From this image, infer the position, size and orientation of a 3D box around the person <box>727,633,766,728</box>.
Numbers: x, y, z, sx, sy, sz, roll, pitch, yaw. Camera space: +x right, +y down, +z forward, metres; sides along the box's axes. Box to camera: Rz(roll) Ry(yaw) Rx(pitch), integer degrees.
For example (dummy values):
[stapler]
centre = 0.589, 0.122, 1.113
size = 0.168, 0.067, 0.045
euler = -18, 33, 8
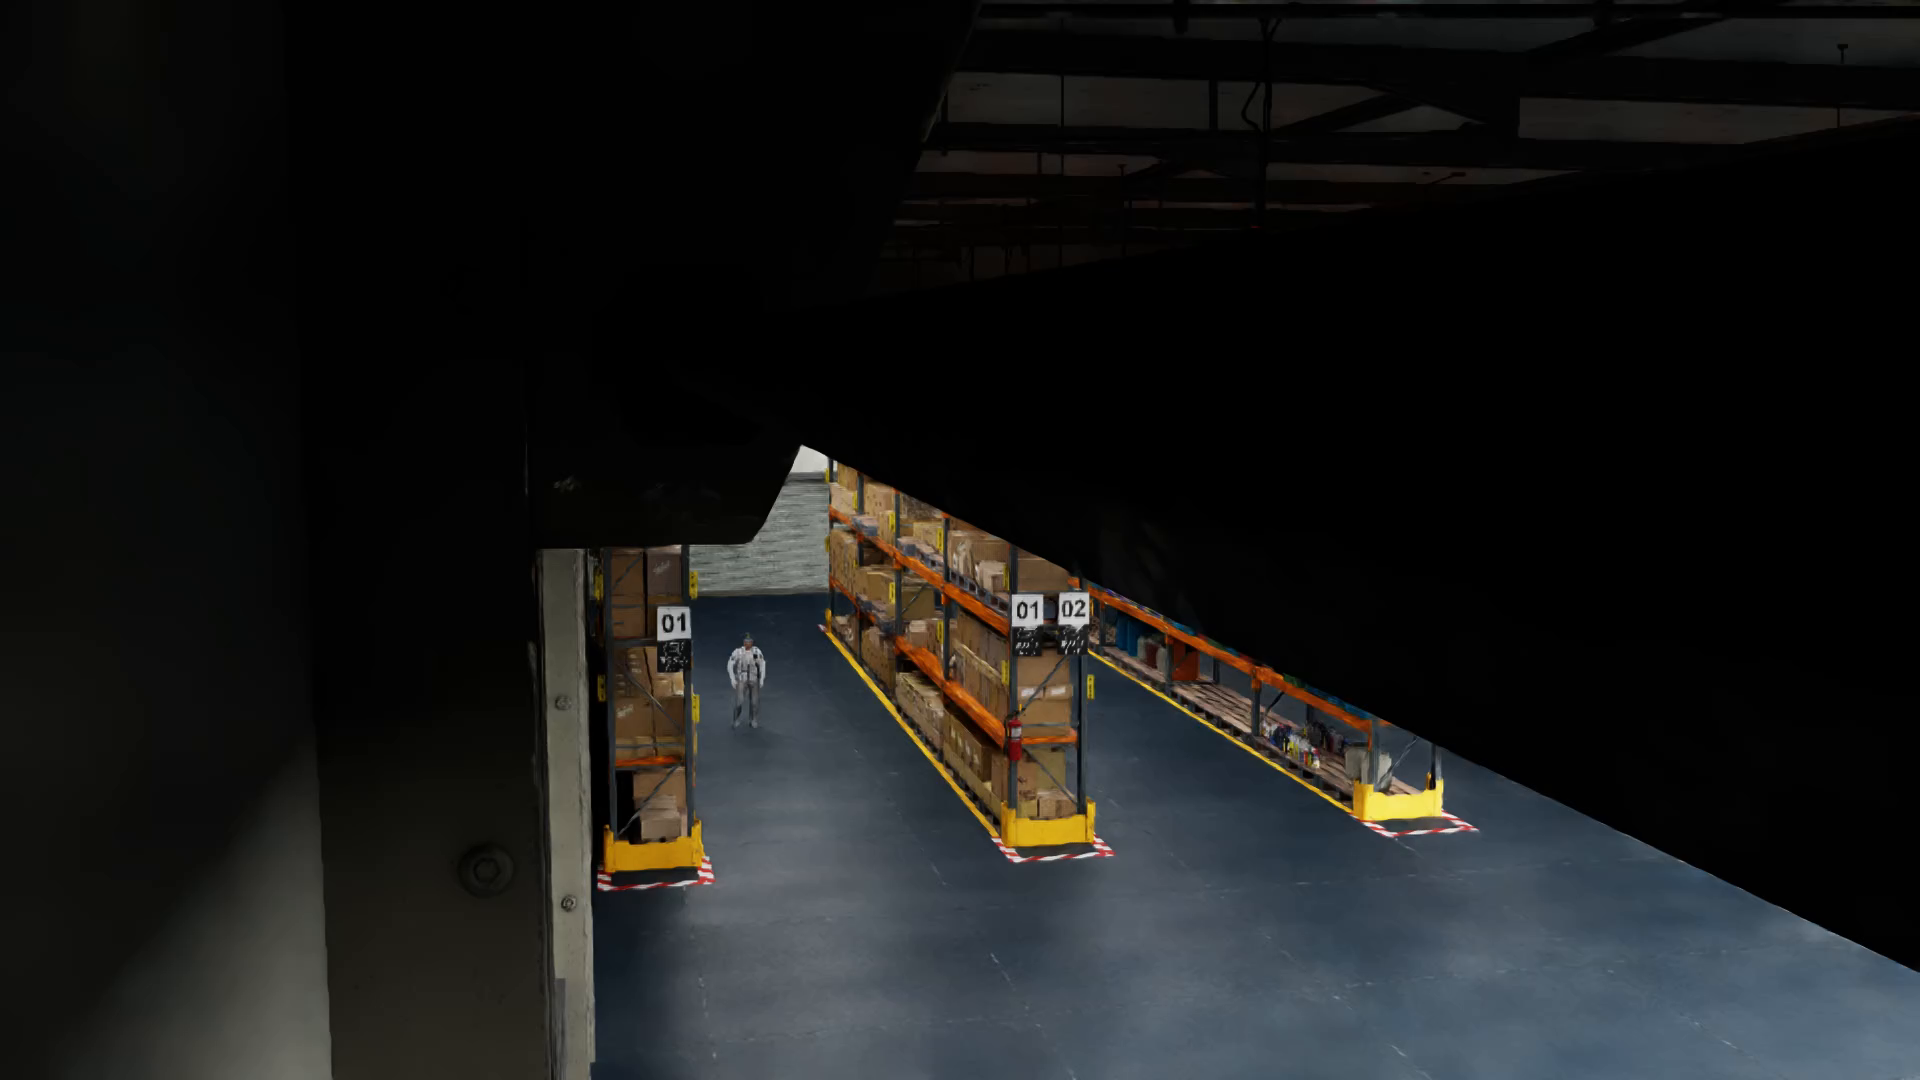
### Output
[person]
centre = -3.495, 2.297, 27.271
size = 0.639, 1.632, 0.506
euler = -2, 7, -14
